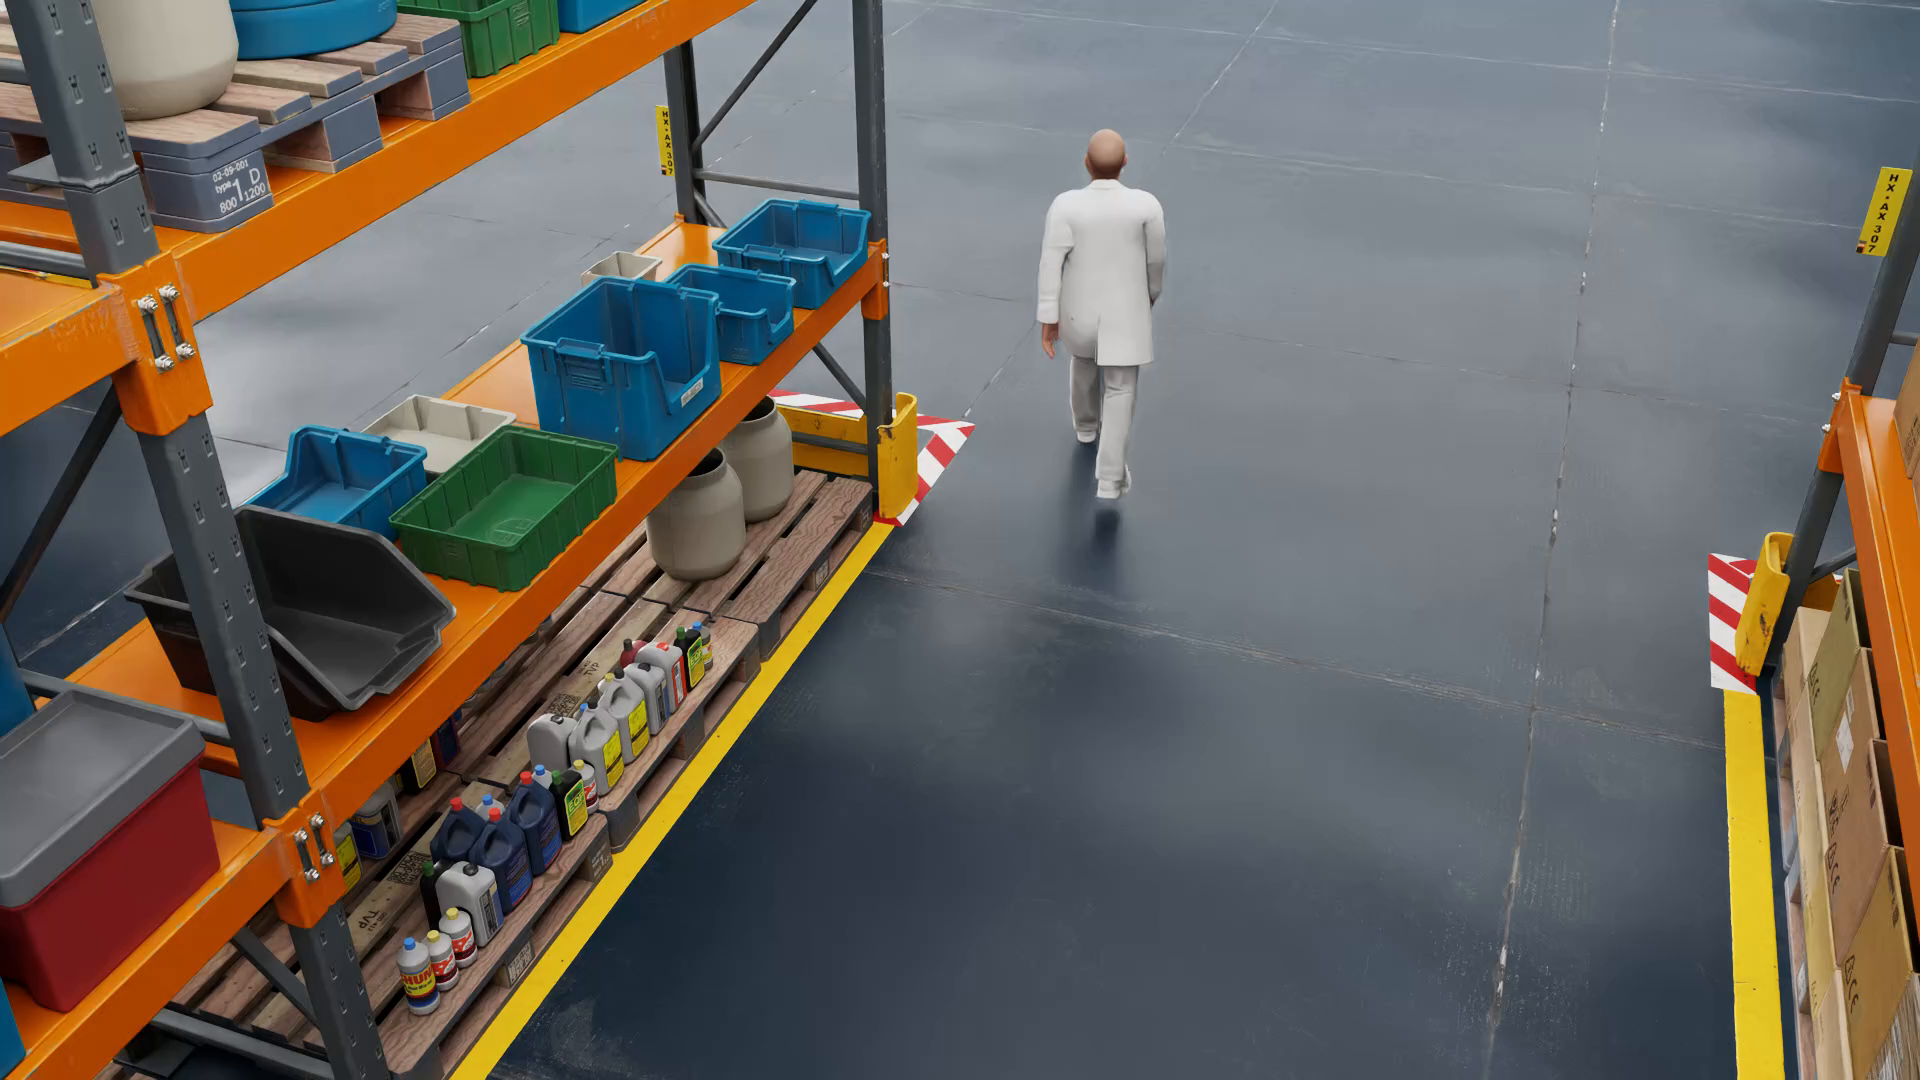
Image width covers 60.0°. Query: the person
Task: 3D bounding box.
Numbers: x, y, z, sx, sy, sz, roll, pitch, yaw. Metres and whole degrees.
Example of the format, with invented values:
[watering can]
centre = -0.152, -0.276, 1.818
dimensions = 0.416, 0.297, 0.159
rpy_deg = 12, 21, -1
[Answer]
[person]
centre = 0.667, -1.104, 7.871
dimensions = 0.580, 1.722, 1.150
rpy_deg = 6, 33, 9
